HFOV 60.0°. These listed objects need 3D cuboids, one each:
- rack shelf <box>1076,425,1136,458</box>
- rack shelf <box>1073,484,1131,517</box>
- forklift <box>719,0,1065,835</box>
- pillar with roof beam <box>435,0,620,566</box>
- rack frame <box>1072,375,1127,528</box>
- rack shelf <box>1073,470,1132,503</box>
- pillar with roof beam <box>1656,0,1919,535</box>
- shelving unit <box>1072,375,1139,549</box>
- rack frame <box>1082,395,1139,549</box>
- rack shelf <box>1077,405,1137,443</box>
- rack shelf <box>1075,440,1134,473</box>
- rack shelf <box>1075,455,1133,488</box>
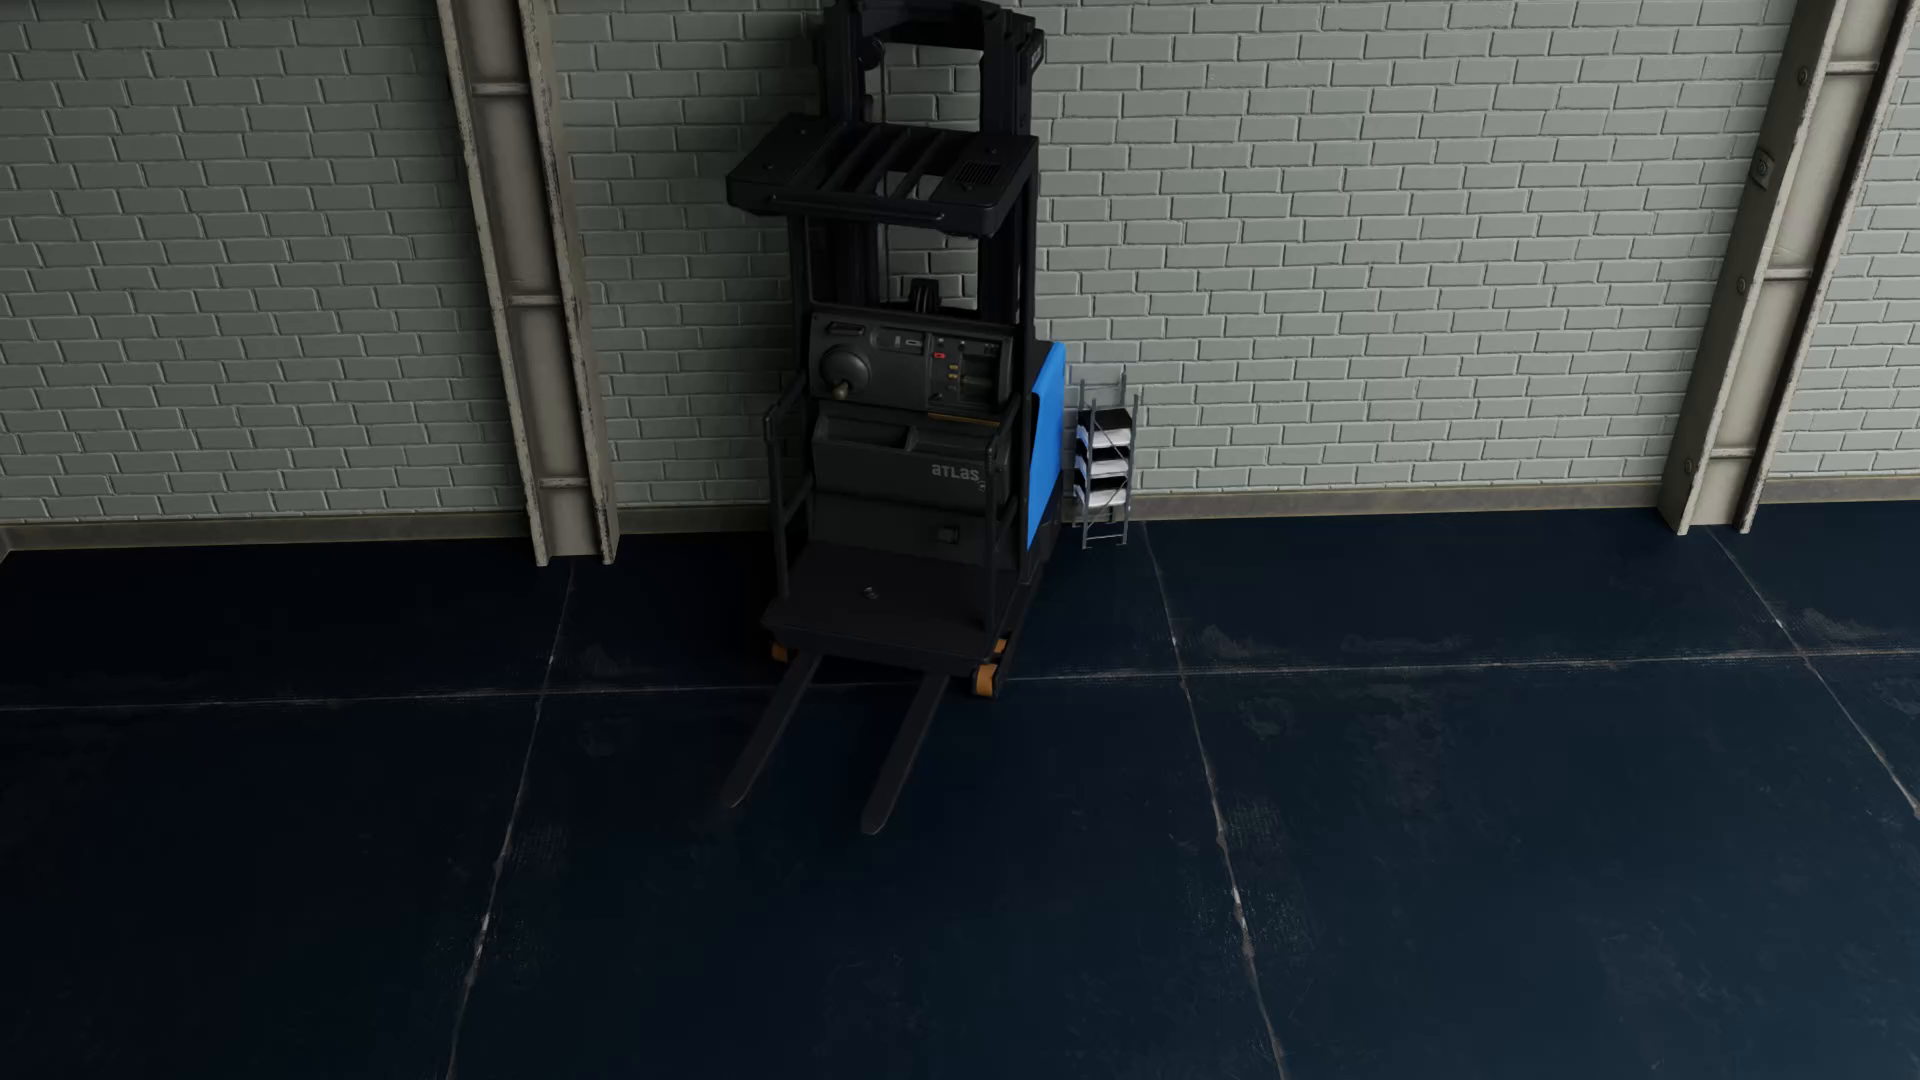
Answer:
[{"bbox_3d":[0.743,-0.514,8.477,0.258,0.077,0.200,-6,35,-10],"label":"rack shelf"},{"bbox_3d":[0.738,-0.217,8.681,0.258,0.077,0.200,-6,35,-10],"label":"rack shelf"},{"bbox_3d":[-0.278,-0.719,7.249,1.130,2.935,3.031,9,36,12],"label":"forklift"},{"bbox_3d":[-1.796,-1.211,2.629,0.400,9.000,9.100,-2,35,-2],"label":"pillar with roof beam"},{"bbox_3d":[0.719,-0.450,8.641,0.240,0.900,0.006,-6,35,-10],"label":"rack frame"},{"bbox_3d":[0.739,-0.291,8.630,0.258,0.077,0.200,-6,35,-10],"label":"rack shelf"},{"bbox_3d":[4.197,-1.373,2.862,0.400,9.000,9.100,-2,35,-2],"label":"pillar with roof beam"},{"bbox_3d":[0.741,-0.393,8.560,0.258,0.900,0.210,-6,35,-10],"label":"shelving unit"},{"bbox_3d":[0.762,-0.336,8.478,0.240,0.900,0.006,-6,35,-10],"label":"rack frame"},{"bbox_3d":[0.744,-0.588,8.426,0.258,0.077,0.200,-6,35,-10],"label":"rack shelf"},{"bbox_3d":[0.742,-0.440,8.528,0.258,0.077,0.200,-6,35,-10],"label":"rack shelf"},{"bbox_3d":[0.740,-0.366,8.579,0.258,0.077,0.200,-6,35,-10],"label":"rack shelf"}]
